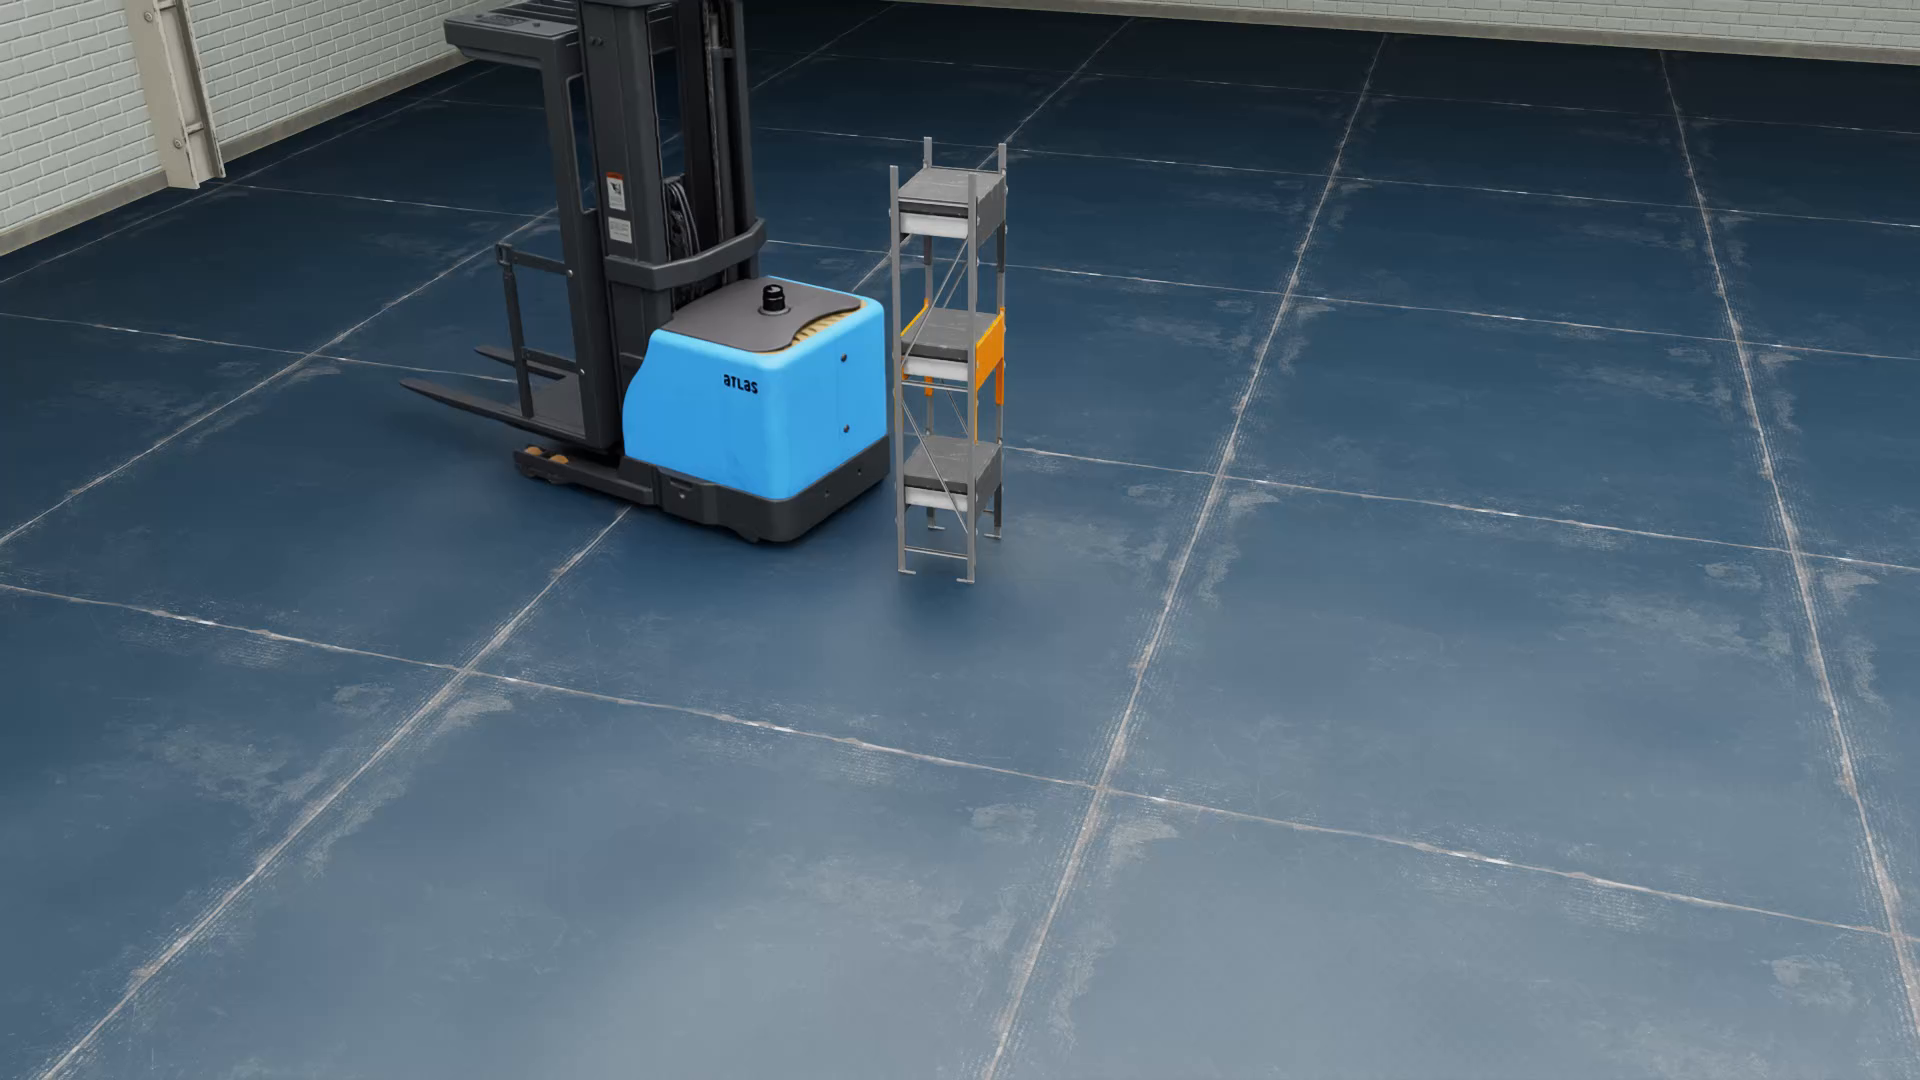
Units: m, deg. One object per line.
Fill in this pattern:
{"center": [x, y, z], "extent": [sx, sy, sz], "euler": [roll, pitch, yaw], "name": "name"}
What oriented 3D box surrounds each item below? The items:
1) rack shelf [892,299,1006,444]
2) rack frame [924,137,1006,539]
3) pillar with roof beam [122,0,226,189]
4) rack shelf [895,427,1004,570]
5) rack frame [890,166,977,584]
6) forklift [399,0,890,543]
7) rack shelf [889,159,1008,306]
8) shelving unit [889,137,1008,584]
{"center": [-0.049, -0.829, 8.108], "extent": [0.431, 0.518, 0.480], "euler": [8, 30, 15], "name": "rack shelf"}
{"center": [0.023, -0.954, 8.305], "extent": [0.400, 2.100, 0.015], "euler": [8, 30, 15], "name": "rack frame"}
{"center": [-2.452, -6.406, 11.009], "extent": [9.100, 9.000, 0.400], "euler": [8, 30, 15], "name": "pillar with roof beam"}
{"center": [-0.049, -0.217, 8.448], "extent": [0.431, 0.518, 0.480], "euler": [8, 30, 15], "name": "rack shelf"}
{"center": [-0.120, -0.727, 7.897], "extent": [0.400, 2.100, 0.015], "euler": [8, 30, 15], "name": "rack frame"}
{"center": [-1.914, -1.790, 8.952], "extent": [3.031, 2.935, 1.130], "euler": [17, 33, 27], "name": "forklift"}
{"center": [-0.049, -1.440, 7.768], "extent": [0.431, 0.518, 0.480], "euler": [8, 30, 15], "name": "rack shelf"}
{"center": [-0.049, -0.841, 8.101], "extent": [0.431, 2.100, 0.503], "euler": [8, 30, 15], "name": "shelving unit"}
